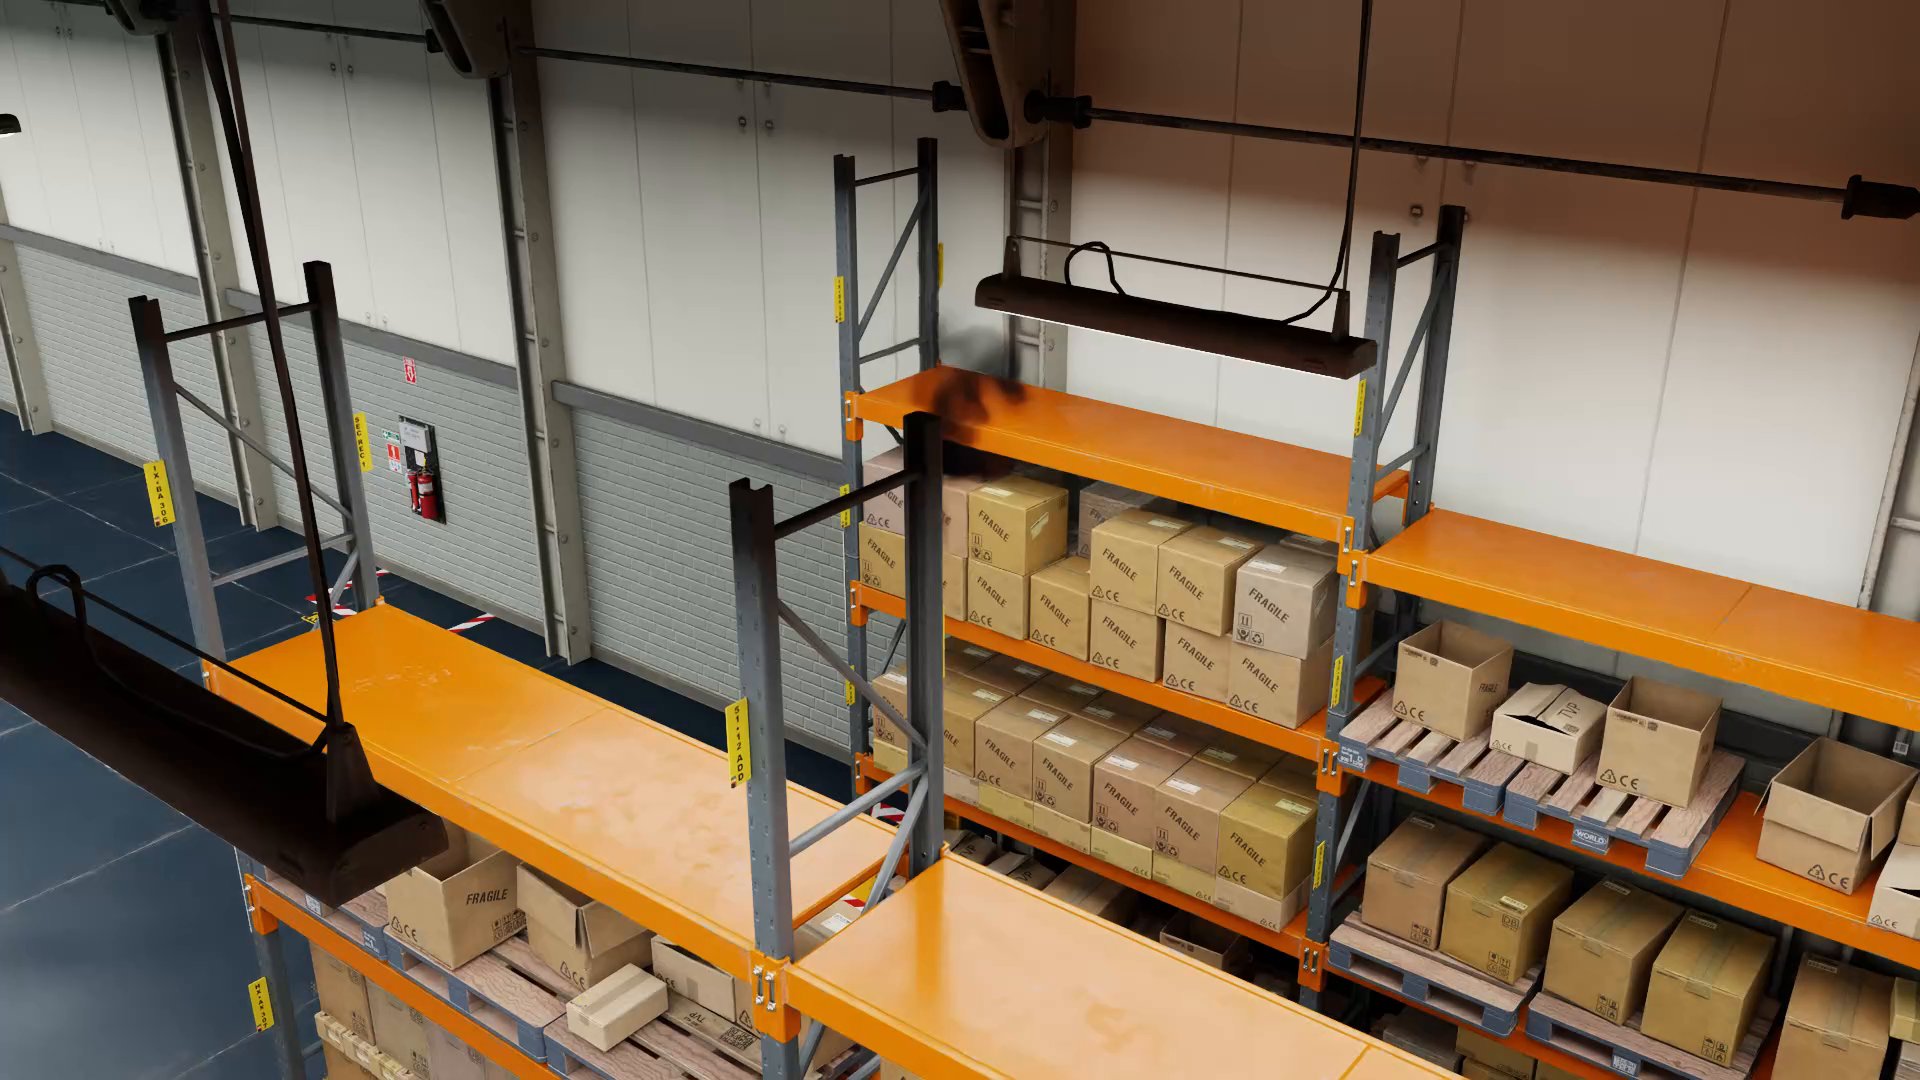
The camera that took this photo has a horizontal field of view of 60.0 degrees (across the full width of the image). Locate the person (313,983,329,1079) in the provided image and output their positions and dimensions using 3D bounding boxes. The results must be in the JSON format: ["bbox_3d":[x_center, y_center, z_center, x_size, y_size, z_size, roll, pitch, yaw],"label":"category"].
[{"bbox_3d":[-3.996,3.016,11.148,0.877,1.750,0.743,-3,23,-7],"label":"person"}]
